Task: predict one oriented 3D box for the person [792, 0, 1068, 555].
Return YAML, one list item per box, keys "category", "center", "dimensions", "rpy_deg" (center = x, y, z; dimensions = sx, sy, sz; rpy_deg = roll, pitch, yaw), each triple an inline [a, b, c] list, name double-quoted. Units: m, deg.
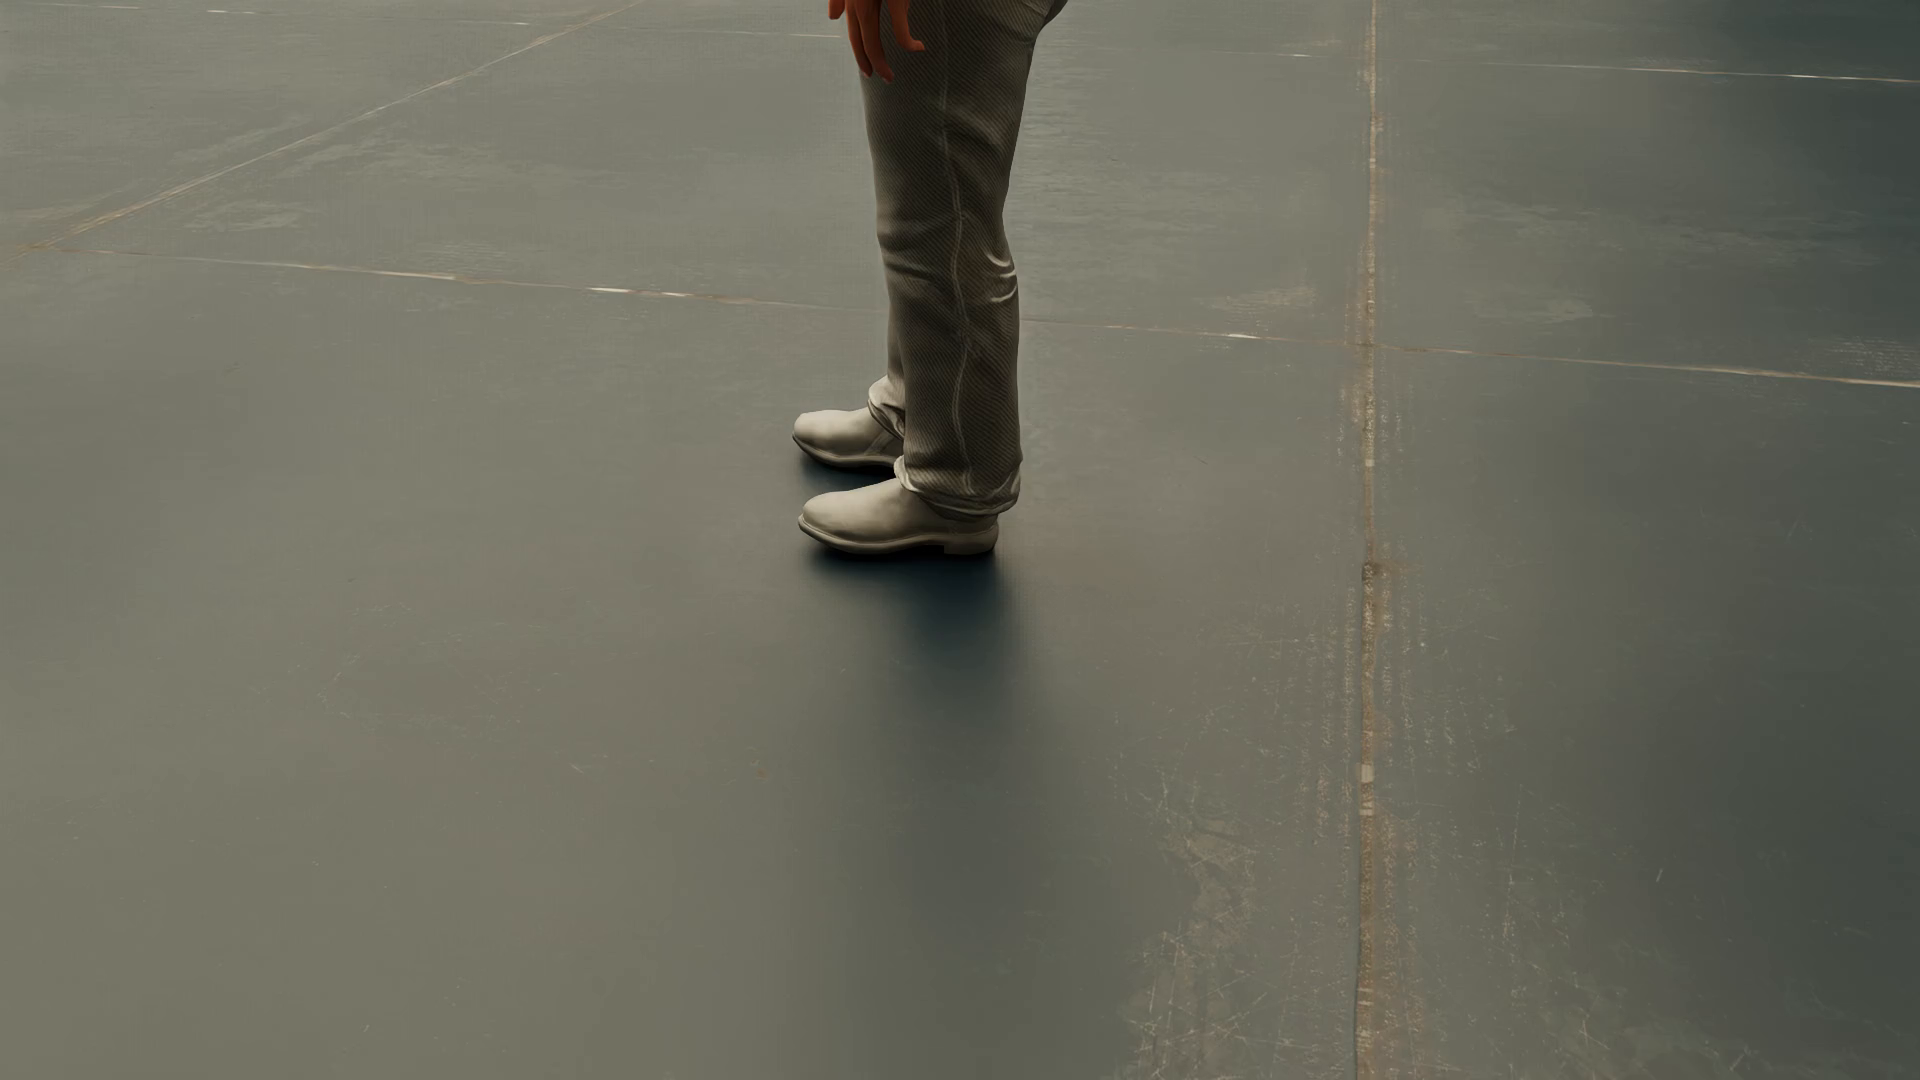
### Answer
- category: "person"
  center: [-0.058, -0.808, 2.116]
  dimensions: [0.568, 1.773, 0.632]
  rpy_deg: [6, 27, 11]
